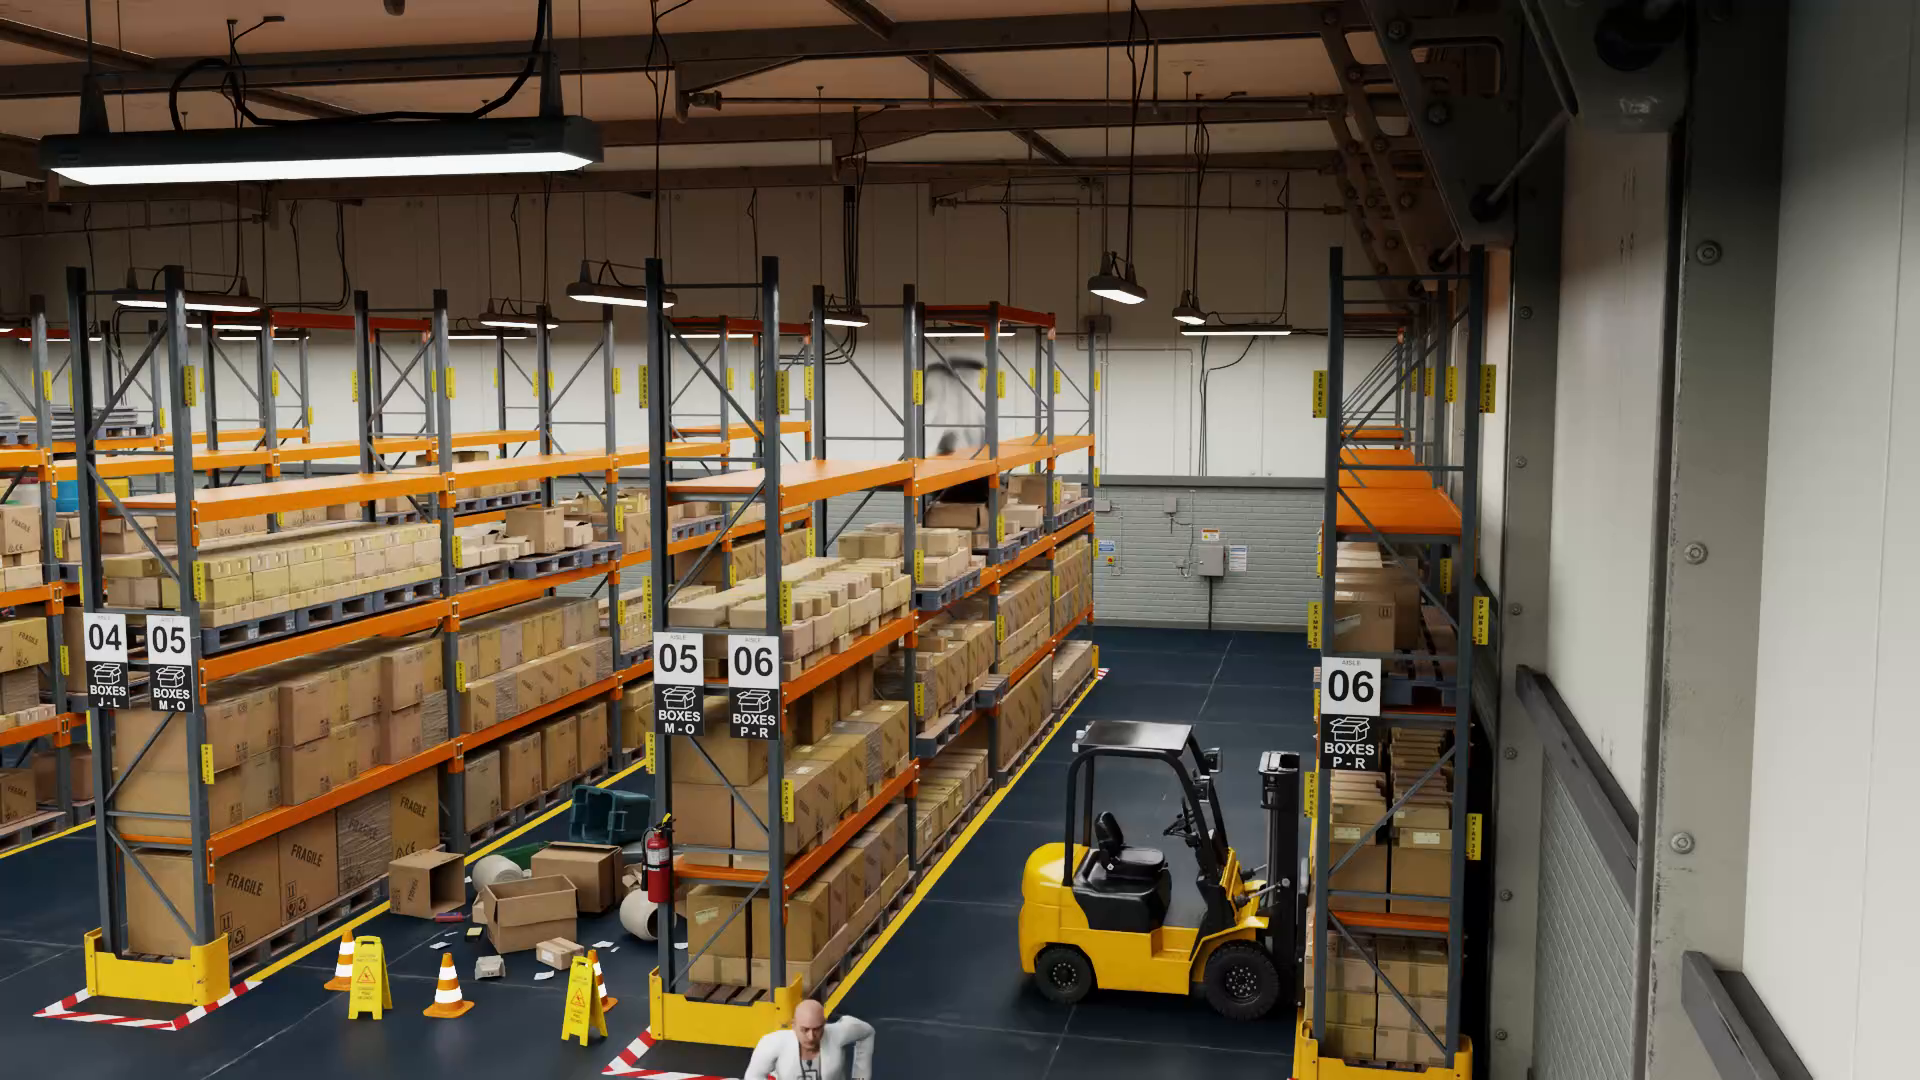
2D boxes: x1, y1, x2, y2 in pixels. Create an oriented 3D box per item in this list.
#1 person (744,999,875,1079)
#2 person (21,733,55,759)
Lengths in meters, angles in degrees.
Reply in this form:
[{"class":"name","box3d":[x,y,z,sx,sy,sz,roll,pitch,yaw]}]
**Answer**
[{"class":"person","box3d":[-0.877,3.374,9.662,0.755,1.743,1.064,-1,6,-10]},{"class":"person","box3d":[-11.781,2.204,21.258,0.564,1.697,0.765,1,6,5]}]
